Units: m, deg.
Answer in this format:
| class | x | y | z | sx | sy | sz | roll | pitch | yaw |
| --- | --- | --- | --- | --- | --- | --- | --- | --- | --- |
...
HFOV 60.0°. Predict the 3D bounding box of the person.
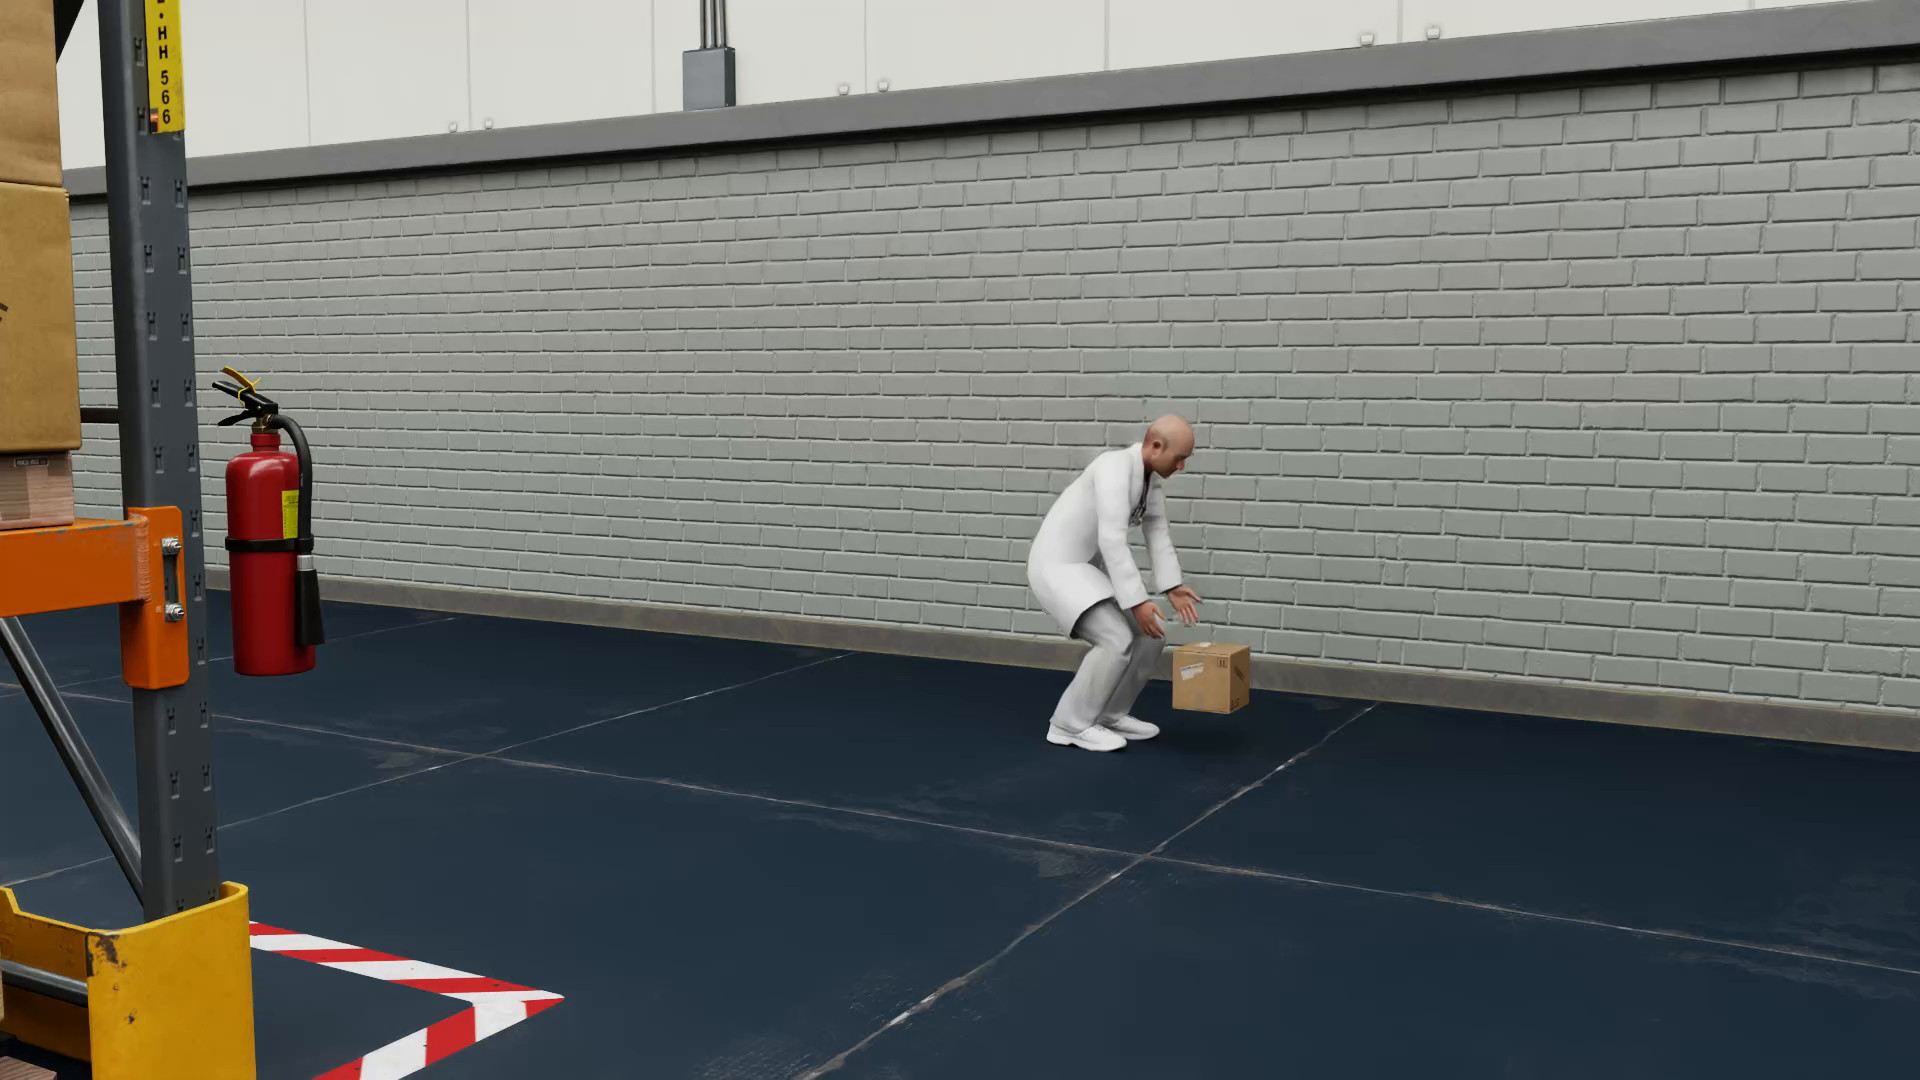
| class | x | y | z | sx | sy | sz | roll | pitch | yaw |
| --- | --- | --- | --- | --- | --- | --- | --- | --- | --- |
| person | 0.658 | 0.168 | 7.181 | 0.717 | 1.425 | 0.632 | 3 | 7 | 29 |
